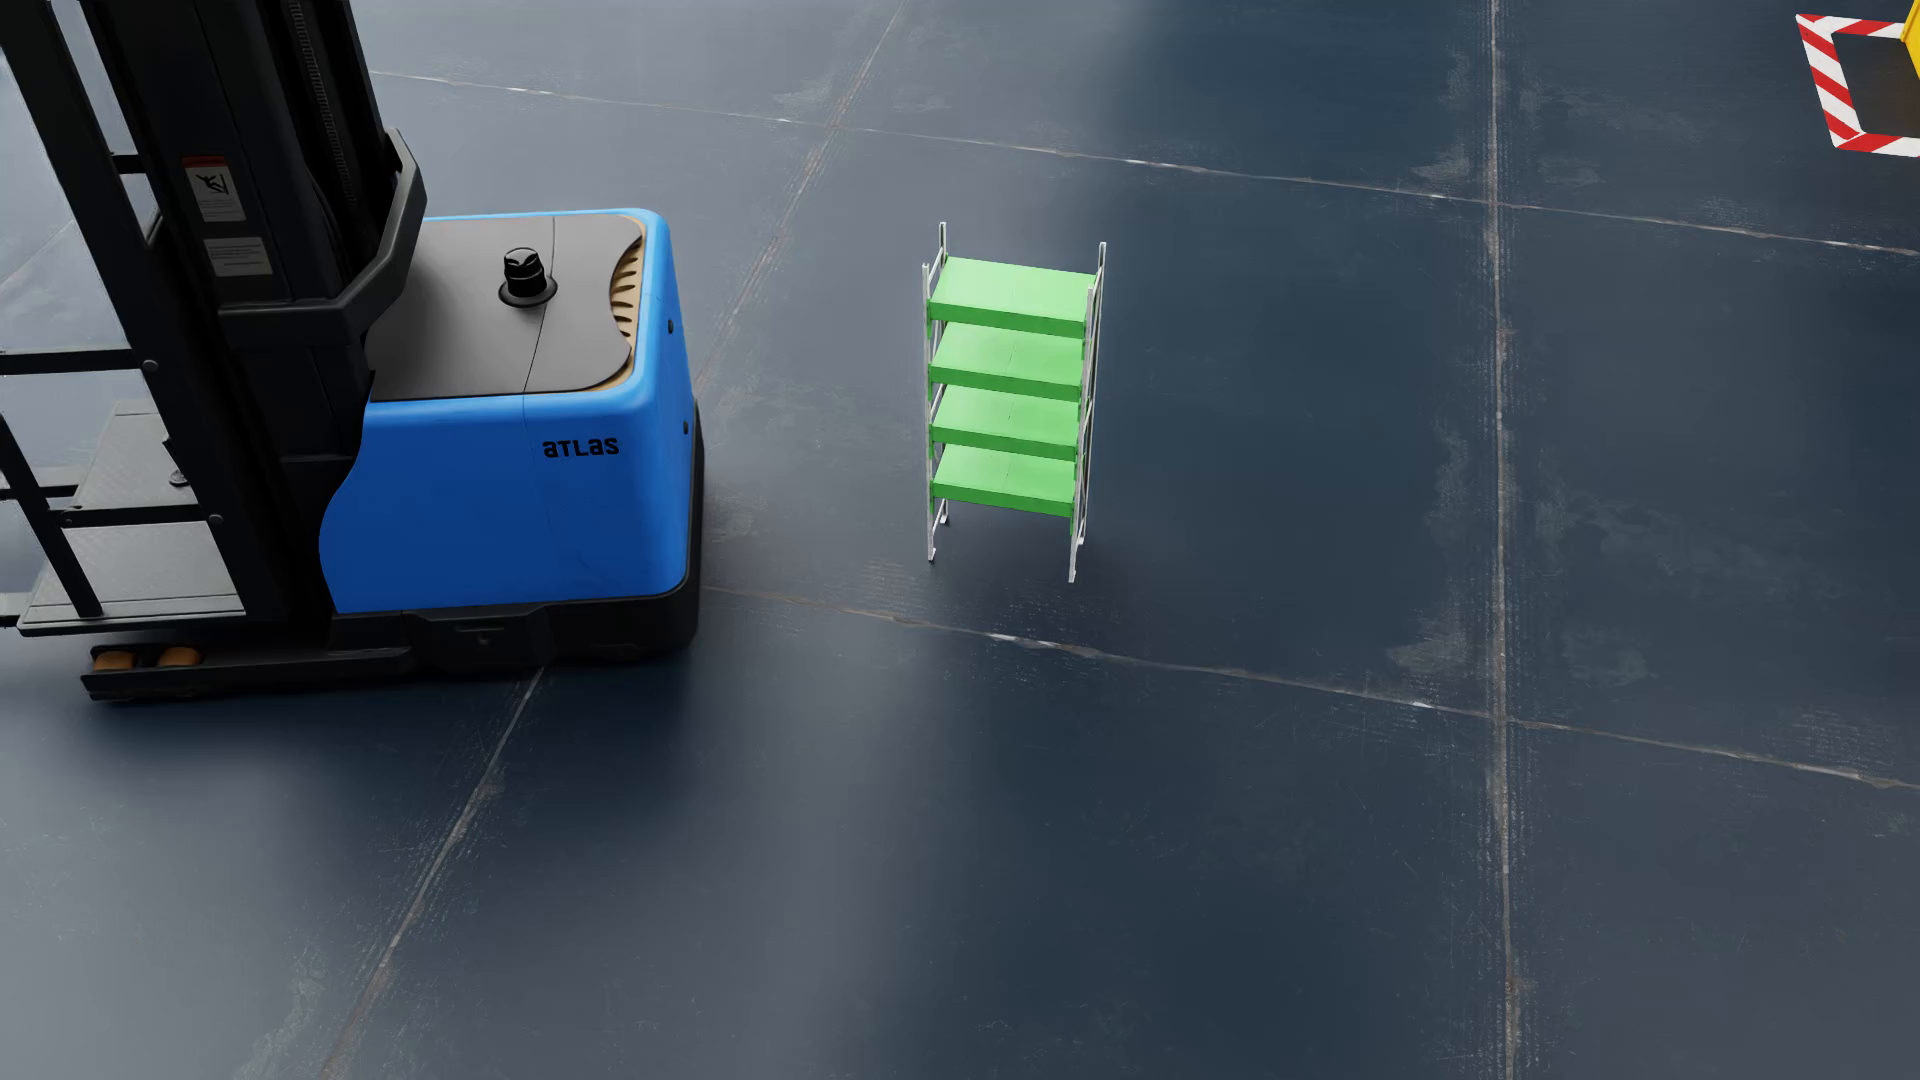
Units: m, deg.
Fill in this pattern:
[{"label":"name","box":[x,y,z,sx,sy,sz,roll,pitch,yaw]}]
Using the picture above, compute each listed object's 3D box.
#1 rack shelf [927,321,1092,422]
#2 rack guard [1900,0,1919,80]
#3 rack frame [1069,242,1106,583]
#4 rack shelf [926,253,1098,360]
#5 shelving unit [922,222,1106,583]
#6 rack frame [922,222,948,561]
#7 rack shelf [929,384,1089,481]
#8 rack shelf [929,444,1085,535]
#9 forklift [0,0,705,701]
[{"label":"rack shelf","box":[0.162,-0.534,5.186,0.480,0.148,0.258,9,45,9]},{"label":"rack guard","box":[4.797,-2.341,7.822,0.348,0.500,1.175,9,45,9]},{"label":"rack frame","box":[0.400,-0.370,5.269,0.015,1.200,0.240,9,45,9]},{"label":"rack shelf","box":[0.162,-0.707,5.019,0.480,0.148,0.258,9,45,9]},{"label":"shelving unit","box":[0.162,-0.407,5.308,0.503,1.200,0.258,9,45,9]},{"label":"rack frame","box":[-0.077,-0.444,5.346,0.015,1.200,0.240,9,45,9]},{"label":"rack shelf","box":[0.162,-0.361,5.352,0.480,0.148,0.258,9,45,9]},{"label":"rack shelf","box":[0.162,-0.188,5.519,0.480,0.148,0.258,9,45,9]},{"label":"forklift","box":[-2.391,-0.934,4.607,3.031,2.935,1.130,-3,44,-3]}]
